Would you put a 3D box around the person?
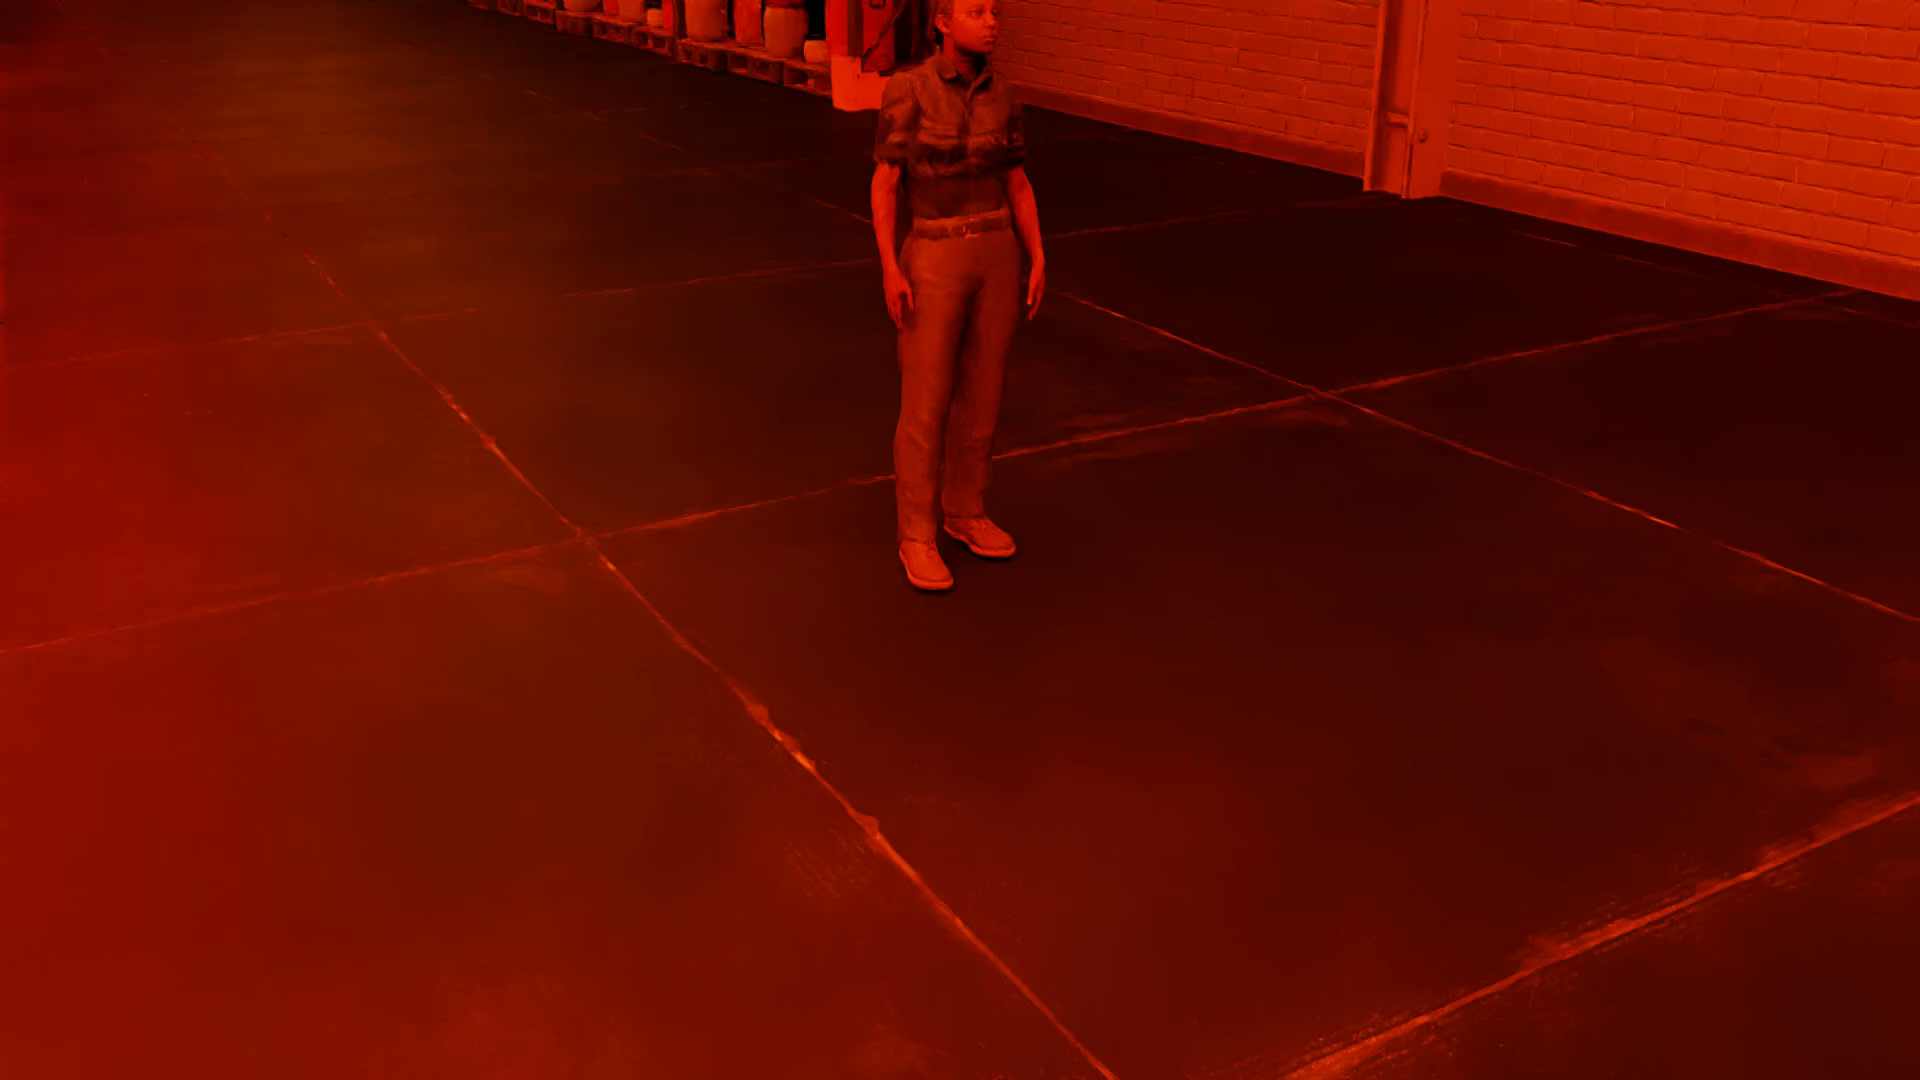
[{"bbox_3d":[0.027,-0.740,4.738,0.570,1.654,0.503,-12,25,-28],"label":"person"}]
